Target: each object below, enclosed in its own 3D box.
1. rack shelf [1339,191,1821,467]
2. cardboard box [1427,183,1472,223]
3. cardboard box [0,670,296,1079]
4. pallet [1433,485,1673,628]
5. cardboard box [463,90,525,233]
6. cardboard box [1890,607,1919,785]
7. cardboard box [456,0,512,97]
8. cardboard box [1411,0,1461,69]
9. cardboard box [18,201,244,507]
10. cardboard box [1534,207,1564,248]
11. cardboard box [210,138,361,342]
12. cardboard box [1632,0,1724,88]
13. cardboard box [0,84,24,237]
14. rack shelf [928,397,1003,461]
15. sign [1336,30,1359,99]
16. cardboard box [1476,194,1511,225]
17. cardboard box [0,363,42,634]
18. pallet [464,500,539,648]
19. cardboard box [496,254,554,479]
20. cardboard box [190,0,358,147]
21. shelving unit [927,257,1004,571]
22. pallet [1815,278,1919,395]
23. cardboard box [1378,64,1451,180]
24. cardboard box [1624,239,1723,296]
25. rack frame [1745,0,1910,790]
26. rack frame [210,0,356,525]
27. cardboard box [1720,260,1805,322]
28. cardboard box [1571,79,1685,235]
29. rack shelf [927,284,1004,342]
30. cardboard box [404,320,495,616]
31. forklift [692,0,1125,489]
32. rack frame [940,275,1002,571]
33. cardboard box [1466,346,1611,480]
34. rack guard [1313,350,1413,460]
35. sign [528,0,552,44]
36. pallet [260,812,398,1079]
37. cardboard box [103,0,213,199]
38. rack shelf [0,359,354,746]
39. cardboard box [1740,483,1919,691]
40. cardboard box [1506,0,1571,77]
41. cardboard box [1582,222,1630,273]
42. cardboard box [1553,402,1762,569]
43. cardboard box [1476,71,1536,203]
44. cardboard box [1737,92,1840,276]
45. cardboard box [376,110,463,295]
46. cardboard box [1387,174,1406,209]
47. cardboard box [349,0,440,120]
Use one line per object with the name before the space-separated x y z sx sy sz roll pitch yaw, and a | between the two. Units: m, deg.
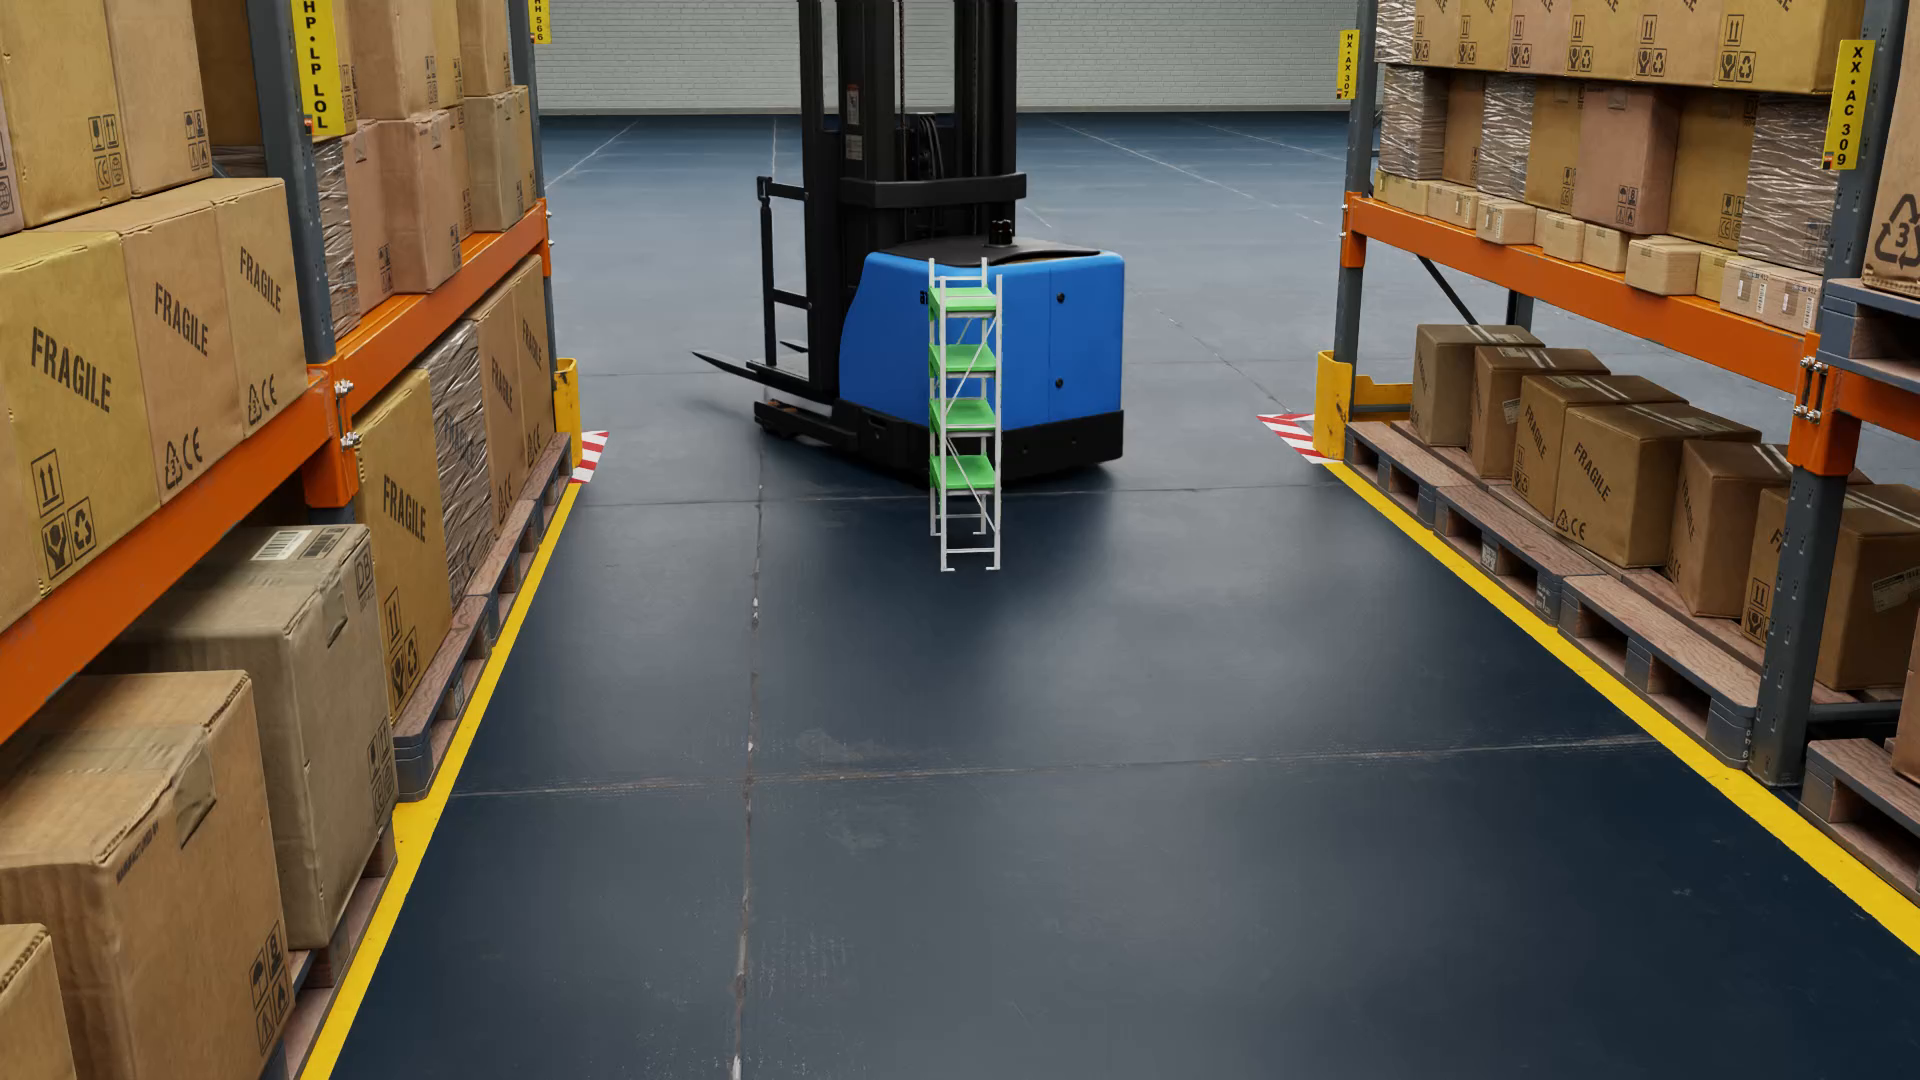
rack shelf | 2.644 -0.988 6.517 1.077 0.370 4.000 -2 18 -6
cardboard box | 2.294 -1.491 7.338 0.380 0.149 0.250 -2 18 -6
cardboard box | -1.845 0.730 2.897 1.050 0.750 0.750 -2 18 -6
pallet | 2.617 0.032 6.723 1.003 0.211 1.213 -2 18 -6
cardboard box | -2.345 -1.603 7.025 0.875 0.550 0.550 -2 18 -6
cardboard box | 2.892 0.431 4.235 0.700 0.500 0.500 -3 18 -10
cardboard box | -2.358 -2.118 6.862 0.875 0.550 0.550 -2 18 -6
cardboard box | 2.268 -2.272 7.074 0.500 0.500 0.500 -2 18 -6
cardboard box | -1.722 -0.362 3.156 0.500 0.500 0.500 -2 18 -6
cardboard box | 2.446 -1.195 6.394 0.380 0.149 0.250 -2 18 -6
cardboard box | -2.144 -0.793 4.446 0.875 0.550 0.550 -2 18 -6
cardboard box | 2.477 -1.676 5.177 0.500 0.500 0.500 -2 18 -6
cardboard box | -1.930 -0.685 2.516 0.700 0.500 0.500 -2 18 -5
rack shelf | 0.017 -0.462 6.859 0.258 0.148 0.480 -2 18 -6
sign | 1.898 -2.323 8.124 0.100 0.325 0.005 -2 18 -6
cardboard box | 2.365 -1.343 6.866 0.380 0.149 0.250 -2 18 -6
cardboard box | -1.615 -0.060 2.195 0.500 0.500 0.500 -2 18 -6
pallet | -2.223 0.125 6.427 1.003 0.211 1.213 -2 18 -6
cardboard box | -2.371 -0.791 7.534 0.875 0.875 0.875 -2 18 -5
cardboard box | -2.098 -1.310 4.289 0.875 0.550 0.550 -2 18 -6
shelving unit | 0.017 -0.523 6.840 0.258 1.200 0.503 -2 18 -6
pallet | 2.784 -0.412 3.801 1.003 0.211 1.213 -2 18 -6
cardboard box | 2.467 -1.952 7.723 0.875 0.500 0.500 -2 18 -6
cardboard box | 2.417 -0.893 5.432 0.380 0.149 0.250 -2 18 -6
rack frame | 2.850 -0.735 4.511 1.000 3.000 0.127 -2 18 -6
rack frame | -2.094 -0.612 4.119 1.000 3.000 0.127 -2 18 -6
cardboard box | 2.519 -0.745 4.962 0.380 0.149 0.250 -2 18 -6
cardboard box | 2.697 -1.357 5.828 0.875 0.500 0.500 -2 18 -6
rack shelf | 0.017 -0.920 6.716 0.258 0.148 0.480 -2 18 -6
cardboard box | -2.186 -0.257 5.833 0.875 0.875 0.875 -2 18 -5
forklift | -0.463 -2.020 8.717 1.130 2.935 3.031 -12 21 -34
rack frame | 0.042 -0.450 6.609 0.240 1.200 0.015 -2 18 -6
cardboard box | 2.581 -0.571 7.461 0.500 0.500 0.500 3 18 9
rack guard | 2.445 -0.712 8.610 1.175 0.500 0.348 -2 18 -6
sign | -1.965 -2.482 7.747 0.100 0.325 0.005 -2 18 -6
pallet | -1.939 0.946 3.812 1.003 0.211 1.213 -2 18 -6
cardboard box | -2.037 -0.989 3.484 0.700 0.500 0.500 -2 18 -7
rack shelf | -1.887 0.327 2.329 1.077 0.370 4.000 -2 18 -6
cardboard box | 2.849 0.137 5.207 0.500 0.500 0.500 -2 18 -7
cardboard box | 2.378 -1.975 6.126 0.500 0.500 0.500 -2 18 -6
cardboard box | 2.456 -1.044 5.915 0.380 0.149 0.250 -2 18 -6
cardboard box | 2.640 -0.216 6.331 0.500 0.500 0.500 -3 18 -11
cardboard box | 2.647 -1.656 6.782 0.875 0.500 0.500 -2 18 -6
cardboard box | 2.865 -1.061 4.885 0.875 0.500 0.500 -2 18 -6
cardboard box | -2.162 -1.121 5.490 0.875 0.550 0.550 -2 18 -6
cardboard box | 2.237 -1.640 7.812 0.380 0.149 0.250 -2 18 -6
cardboard box | -2.189 -1.635 5.325 0.875 0.550 0.550 -2 18 -6
